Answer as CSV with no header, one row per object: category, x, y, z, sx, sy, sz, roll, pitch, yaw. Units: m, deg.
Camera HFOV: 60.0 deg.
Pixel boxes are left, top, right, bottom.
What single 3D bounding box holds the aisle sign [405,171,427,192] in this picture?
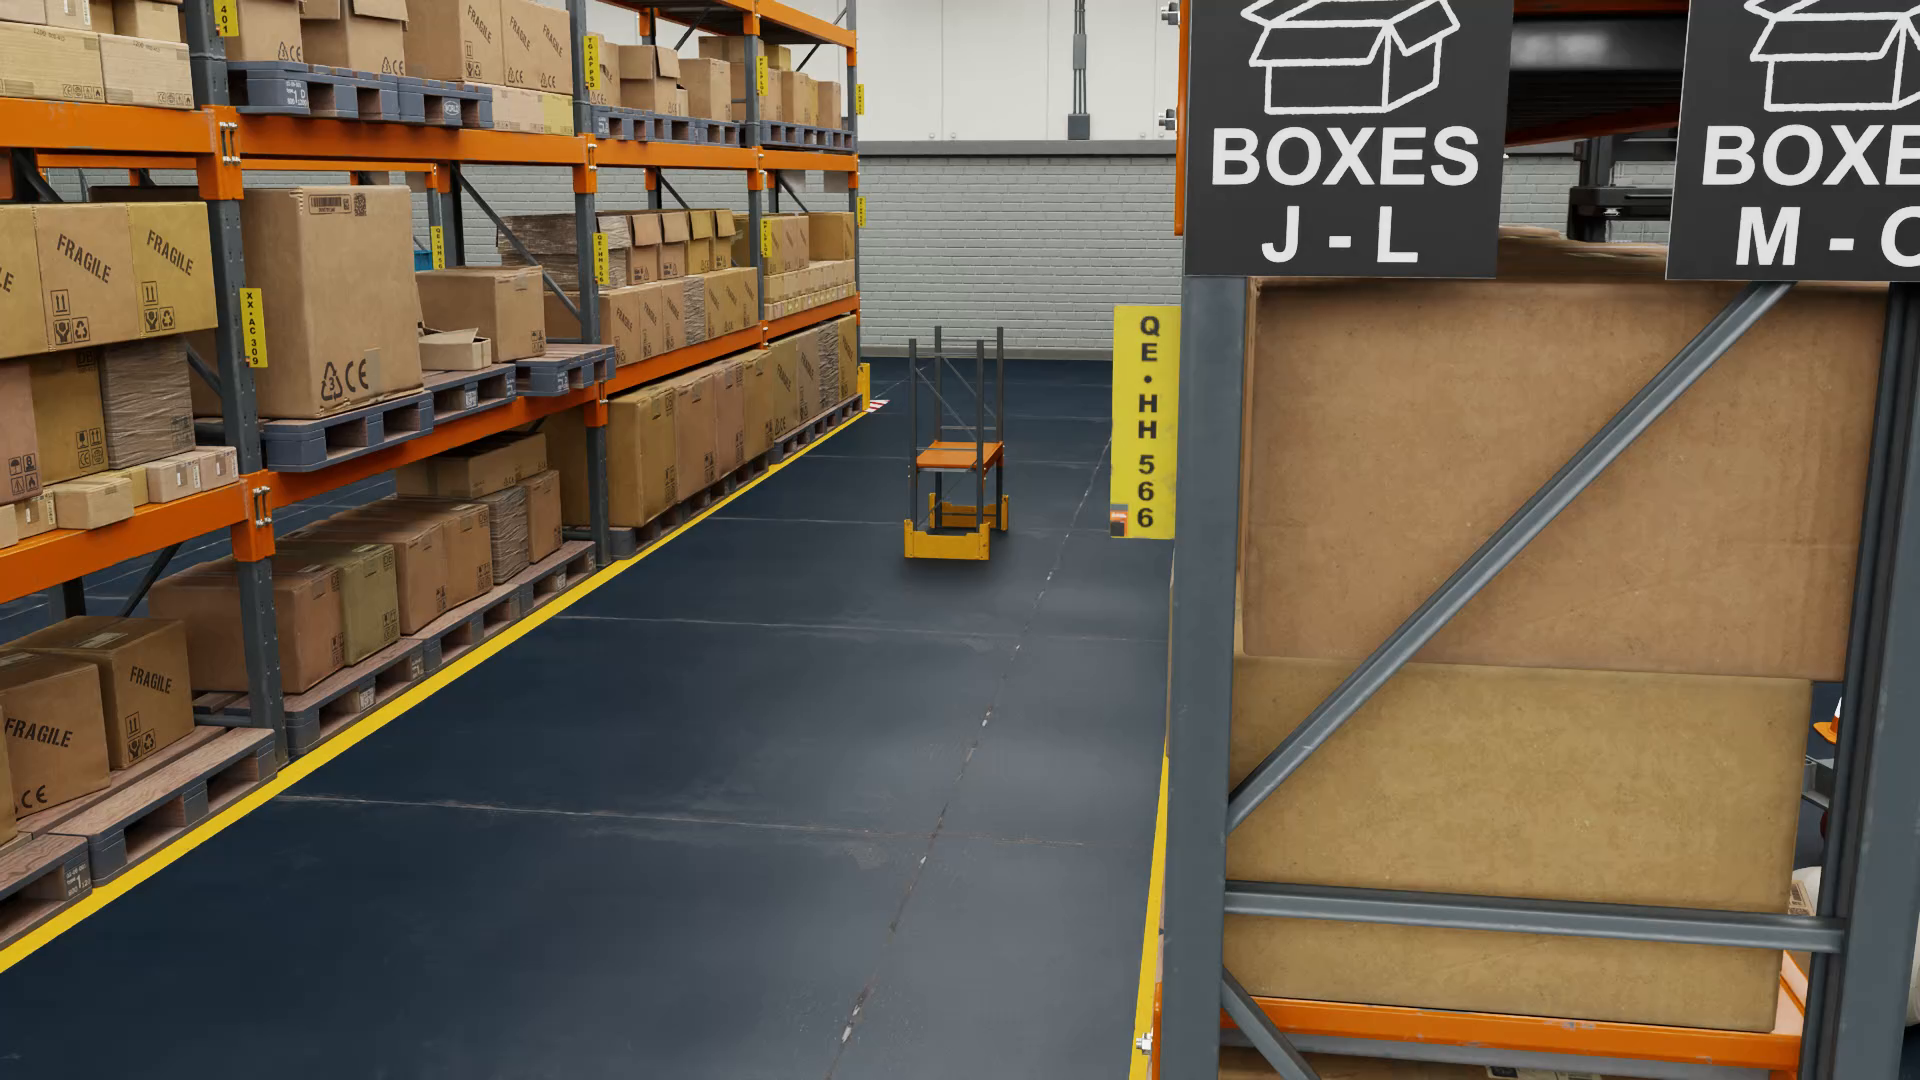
aisle sign,-6.223,-4.409,19.159,0.394,0.787,0.004,2,12,9

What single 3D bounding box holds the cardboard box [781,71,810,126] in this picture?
cardboard box,-1.876,-4.289,16.185,0.700,0.500,0.500,2,12,11

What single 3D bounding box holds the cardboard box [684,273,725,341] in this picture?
cardboard box,-2.203,-1.870,13.313,0.500,0.500,0.500,2,12,8

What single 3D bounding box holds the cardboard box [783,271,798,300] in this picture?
cardboard box,-1.832,-2.404,15.678,0.500,0.250,0.500,2,12,8

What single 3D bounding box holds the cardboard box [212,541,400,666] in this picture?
cardboard box,-3.267,0.307,8.336,0.700,0.500,0.500,2,12,8

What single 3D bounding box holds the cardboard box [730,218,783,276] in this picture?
cardboard box,-1.918,-2.669,15.129,0.500,0.500,0.500,2,12,9

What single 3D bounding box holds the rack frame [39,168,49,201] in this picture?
rack frame,-11.417,-3.294,20.156,1.000,3.000,0.127,2,12,9

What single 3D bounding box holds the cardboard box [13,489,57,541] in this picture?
cardboard box,-3.460,-0.091,5.894,0.380,0.149,0.250,2,12,9

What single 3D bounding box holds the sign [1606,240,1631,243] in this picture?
sign,8.969,-3.972,22.661,0.327,0.218,0.001,2,12,9

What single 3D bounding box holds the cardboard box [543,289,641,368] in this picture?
cardboard box,-2.516,-1.448,11.353,0.500,0.500,0.500,2,12,10

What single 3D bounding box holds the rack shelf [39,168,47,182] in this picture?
rack shelf,-11.725,-3.992,17.984,1.077,0.370,4.000,2,12,9

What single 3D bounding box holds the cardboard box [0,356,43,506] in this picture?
cardboard box,-3.694,-0.366,5.629,0.875,0.500,0.500,2,12,9

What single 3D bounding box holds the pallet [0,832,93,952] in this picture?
pallet,-3.728,1.285,5.530,1.003,0.211,1.213,2,12,9

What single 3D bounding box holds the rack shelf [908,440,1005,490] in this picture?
rack shelf,-0.013,-0.540,11.791,0.538,0.185,1.000,2,12,9

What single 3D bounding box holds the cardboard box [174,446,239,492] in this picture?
cardboard box,-3.217,-0.297,6.846,0.380,0.149,0.250,2,12,9

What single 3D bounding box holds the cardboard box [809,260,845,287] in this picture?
cardboard box,-1.520,-2.829,17.649,0.500,0.250,0.500,2,12,8

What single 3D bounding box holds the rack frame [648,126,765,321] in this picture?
rack frame,-2.244,-2.139,14.799,1.000,3.000,0.127,2,12,9

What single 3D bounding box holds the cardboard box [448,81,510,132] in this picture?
cardboard box,-2.833,-2.384,9.173,0.500,0.250,0.500,2,12,10

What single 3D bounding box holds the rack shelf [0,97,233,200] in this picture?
rack shelf,-3.782,-1.172,4.900,1.077,0.370,4.000,2,12,9

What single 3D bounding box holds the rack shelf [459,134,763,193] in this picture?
rack shelf,-2.552,-2.837,12.627,1.077,0.370,4.000,2,12,9

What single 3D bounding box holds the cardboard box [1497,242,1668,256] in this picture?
cardboard box,1.105,-0.366,3.653,0.875,0.550,0.550,2,12,9

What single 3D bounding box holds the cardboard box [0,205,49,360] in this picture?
cardboard box,-3.425,-0.846,5.483,0.500,0.500,0.500,2,12,9

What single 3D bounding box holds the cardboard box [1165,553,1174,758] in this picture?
cardboard box,1.417,0.470,7.034,1.050,0.750,0.750,2,12,8

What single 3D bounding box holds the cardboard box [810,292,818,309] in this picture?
cardboard box,-1.632,-2.392,16.567,0.380,0.149,0.250,2,12,7

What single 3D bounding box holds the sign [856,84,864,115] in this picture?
sign,-1.095,-4.812,18.167,0.100,0.325,0.005,2,12,9

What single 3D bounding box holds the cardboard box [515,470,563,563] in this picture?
cardboard box,-2.943,-0.159,10.502,0.700,0.500,0.500,1,12,6

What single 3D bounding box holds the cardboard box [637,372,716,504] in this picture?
cardboard box,-2.588,-0.801,12.638,1.225,0.875,0.875,2,12,9

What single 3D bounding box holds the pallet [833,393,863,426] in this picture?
pallet,-1.675,-1.440,18.173,1.003,0.211,1.213,2,12,9

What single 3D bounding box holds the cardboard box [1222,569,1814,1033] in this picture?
cardboard box,0.808,0.389,2.714,0.875,0.550,0.550,2,12,9

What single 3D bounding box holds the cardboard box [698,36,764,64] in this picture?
cardboard box,-2.093,-4.471,15.246,0.500,0.250,0.500,1,12,5

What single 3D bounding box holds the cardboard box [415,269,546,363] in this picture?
cardboard box,-2.890,-1.327,9.799,0.700,0.500,0.500,4,13,17

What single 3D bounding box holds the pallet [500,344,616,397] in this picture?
pallet,-2.864,-1.061,10.251,1.213,0.211,1.003,2,12,9

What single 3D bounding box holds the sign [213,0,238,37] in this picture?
sign,-2.937,-2.177,6.627,0.100,0.325,0.005,2,12,9

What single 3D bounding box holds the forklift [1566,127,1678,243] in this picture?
forklift,4.429,-1.198,10.596,1.130,2.935,3.031,2,12,10

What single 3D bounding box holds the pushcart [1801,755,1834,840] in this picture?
pushcart,4.057,1.066,6.153,1.648,0.377,0.936,-2,12,-11

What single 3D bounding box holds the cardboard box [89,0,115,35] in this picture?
cardboard box,-3.370,-1.932,6.128,0.380,0.149,0.250,2,12,9

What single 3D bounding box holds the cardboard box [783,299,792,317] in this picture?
cardboard box,-1.790,-2.177,15.570,0.380,0.149,0.250,2,12,11

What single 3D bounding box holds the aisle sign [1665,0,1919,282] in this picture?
aisle sign,1.081,-0.706,1.977,0.394,0.787,0.004,2,12,9

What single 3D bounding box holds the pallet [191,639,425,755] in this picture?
pallet,-3.356,0.727,8.118,1.003,0.211,1.213,2,12,9

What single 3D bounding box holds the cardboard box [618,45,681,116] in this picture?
cardboard box,-2.566,-3.454,12.541,0.797,0.503,0.637,2,12,8

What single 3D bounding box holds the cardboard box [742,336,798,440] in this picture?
cardboard box,-2.064,-1.441,15.604,0.875,0.875,0.875,2,12,9

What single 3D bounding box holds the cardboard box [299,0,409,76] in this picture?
cardboard box,-3.161,-2.487,8.050,0.797,0.503,0.637,2,12,11

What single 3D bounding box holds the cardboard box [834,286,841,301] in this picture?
cardboard box,-1.476,-2.606,17.560,0.380,0.149,0.250,2,12,10

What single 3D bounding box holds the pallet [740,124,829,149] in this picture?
pallet,-1.918,-3.985,16.456,1.003,0.211,1.213,2,12,9

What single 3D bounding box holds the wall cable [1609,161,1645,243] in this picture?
wall cable,9.007,-4.337,22.513,0.585,1.953,0.123,2,12,9

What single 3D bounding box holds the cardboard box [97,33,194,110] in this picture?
cardboard box,-3.287,-1.763,6.292,0.500,0.250,0.500,2,12,11

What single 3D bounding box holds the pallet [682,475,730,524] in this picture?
pallet,-2.474,-0.358,13.154,1.003,0.211,1.213,2,12,9

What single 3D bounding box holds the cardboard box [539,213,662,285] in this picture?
cardboard box,-2.628,-2.133,12.152,0.797,0.503,0.637,2,12,10

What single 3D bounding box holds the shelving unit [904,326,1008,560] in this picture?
shelving unit,-0.012,-0.717,11.762,0.587,1.500,1.083,2,12,9

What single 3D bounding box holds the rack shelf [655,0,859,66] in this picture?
rack shelf,-1.937,-4.941,16.217,1.077,0.370,4.000,2,12,9
